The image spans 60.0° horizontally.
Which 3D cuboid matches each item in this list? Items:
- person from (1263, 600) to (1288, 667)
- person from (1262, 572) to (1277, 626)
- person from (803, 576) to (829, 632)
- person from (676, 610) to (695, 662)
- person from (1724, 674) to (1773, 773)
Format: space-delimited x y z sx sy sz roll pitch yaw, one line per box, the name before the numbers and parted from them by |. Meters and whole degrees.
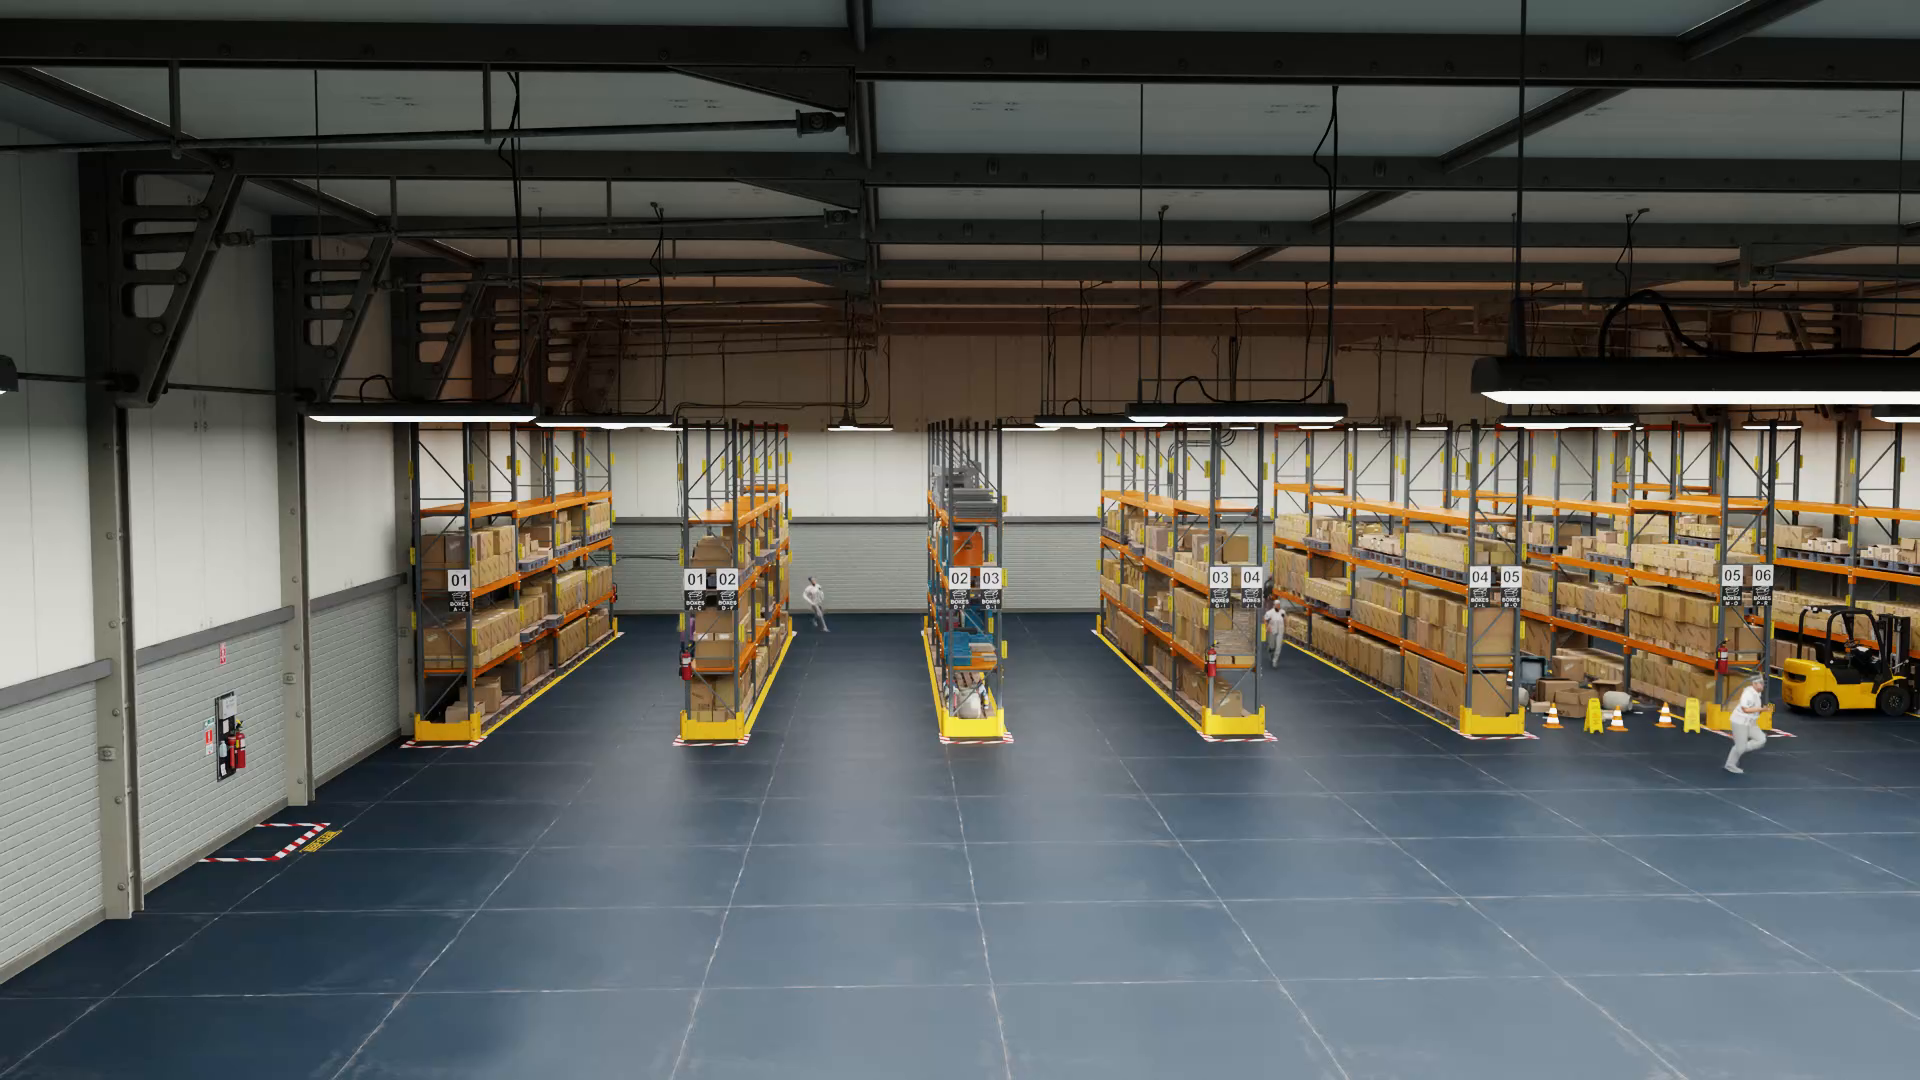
person | 7.808 2.291 41.136 0.627 1.640 0.649 0 4 -4
person | 9.166 1.794 48.945 0.615 1.609 0.653 -2 4 -31
person | -4.240 1.837 48.169 0.644 1.637 0.795 -3 5 -38
person | -6.427 2.407 39.250 0.504 1.638 0.711 0 4 -2
person | 13.262 3.080 27.938 0.646 1.709 0.776 -3 5 -42
